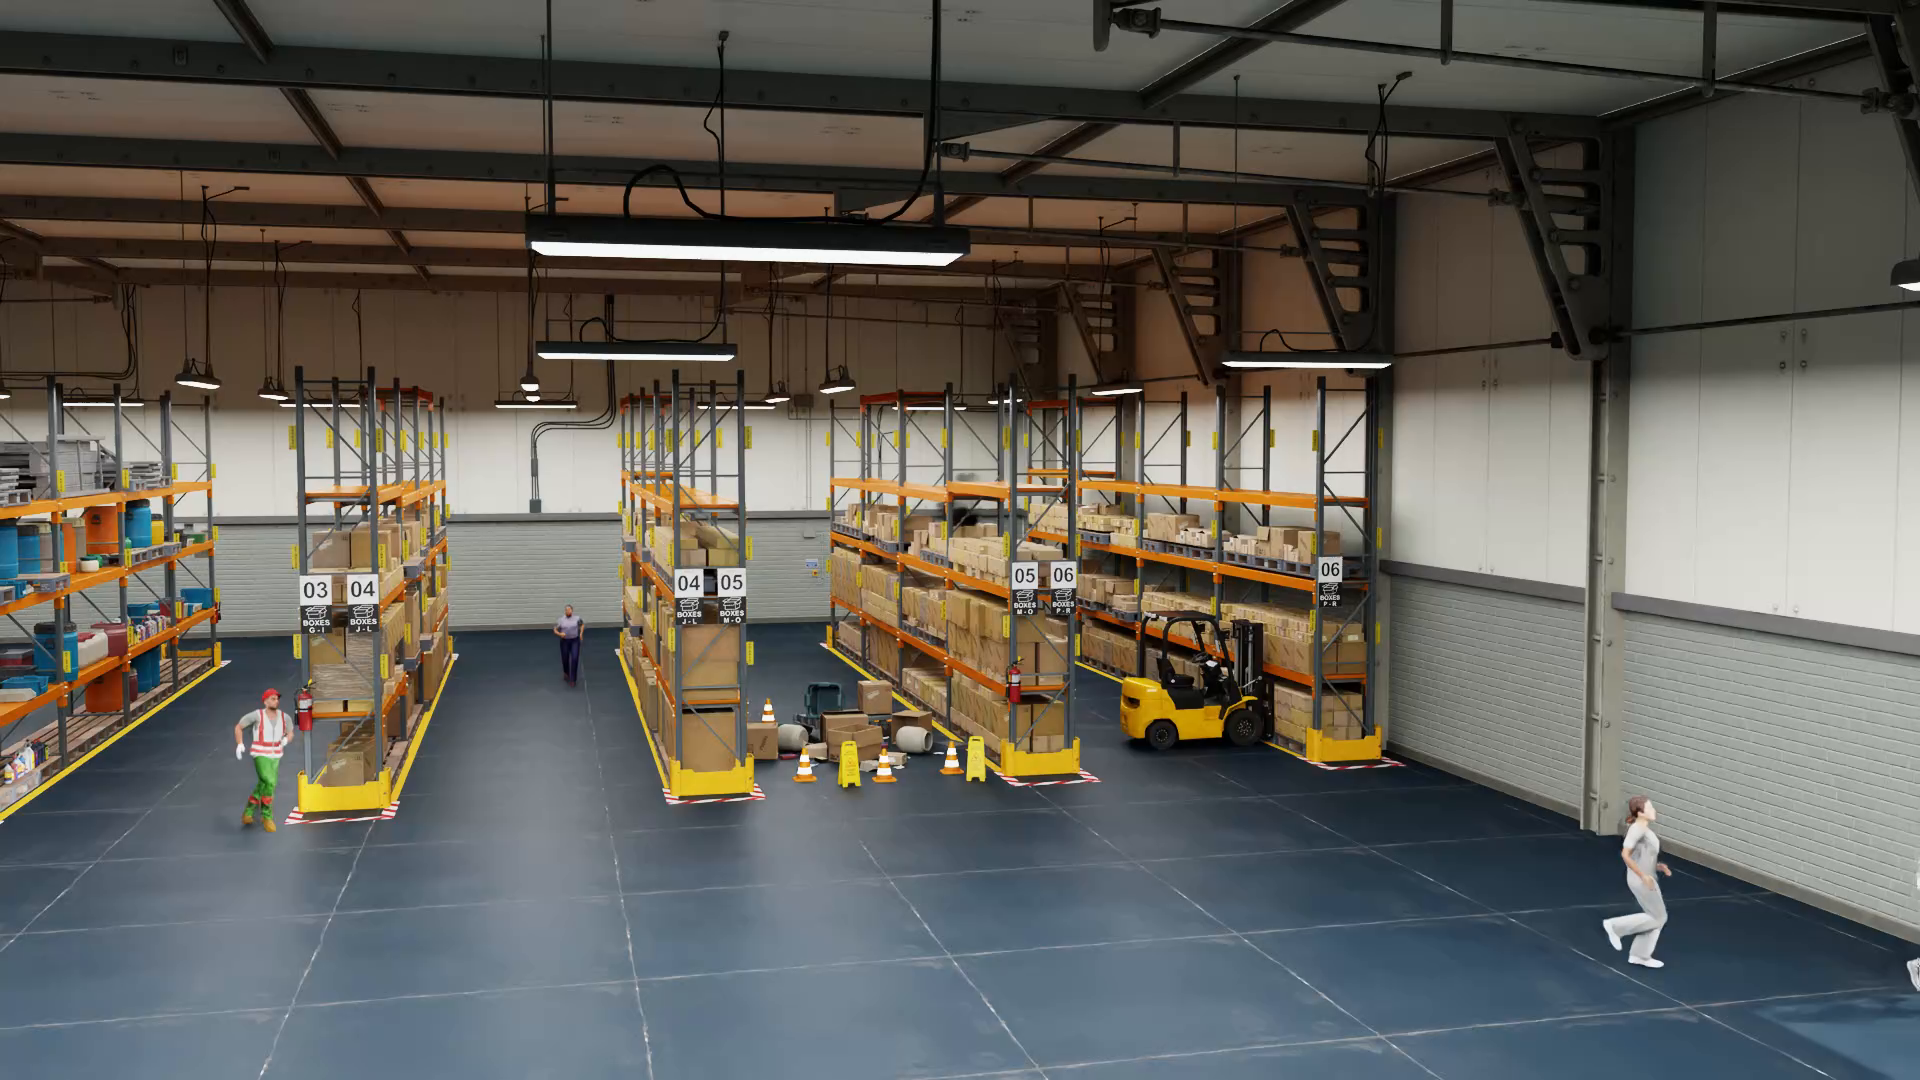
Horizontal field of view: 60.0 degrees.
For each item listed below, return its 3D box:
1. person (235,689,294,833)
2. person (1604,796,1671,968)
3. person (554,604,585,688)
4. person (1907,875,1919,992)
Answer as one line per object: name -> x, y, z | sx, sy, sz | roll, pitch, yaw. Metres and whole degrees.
person -> -8.939, 2.822, 21.520 | 0.794, 1.771, 0.688 | 3, 4, 36
person -> 6.468, 3.248, 15.868 | 0.570, 1.626, 0.570 | 2, 4, 29
person -> -8.002, 2.150, 34.074 | 0.616, 1.668, 0.925 | -1, 3, -12
person -> 8.734, 3.304, 14.716 | 0.633, 1.675, 0.593 | -2, 4, -28
